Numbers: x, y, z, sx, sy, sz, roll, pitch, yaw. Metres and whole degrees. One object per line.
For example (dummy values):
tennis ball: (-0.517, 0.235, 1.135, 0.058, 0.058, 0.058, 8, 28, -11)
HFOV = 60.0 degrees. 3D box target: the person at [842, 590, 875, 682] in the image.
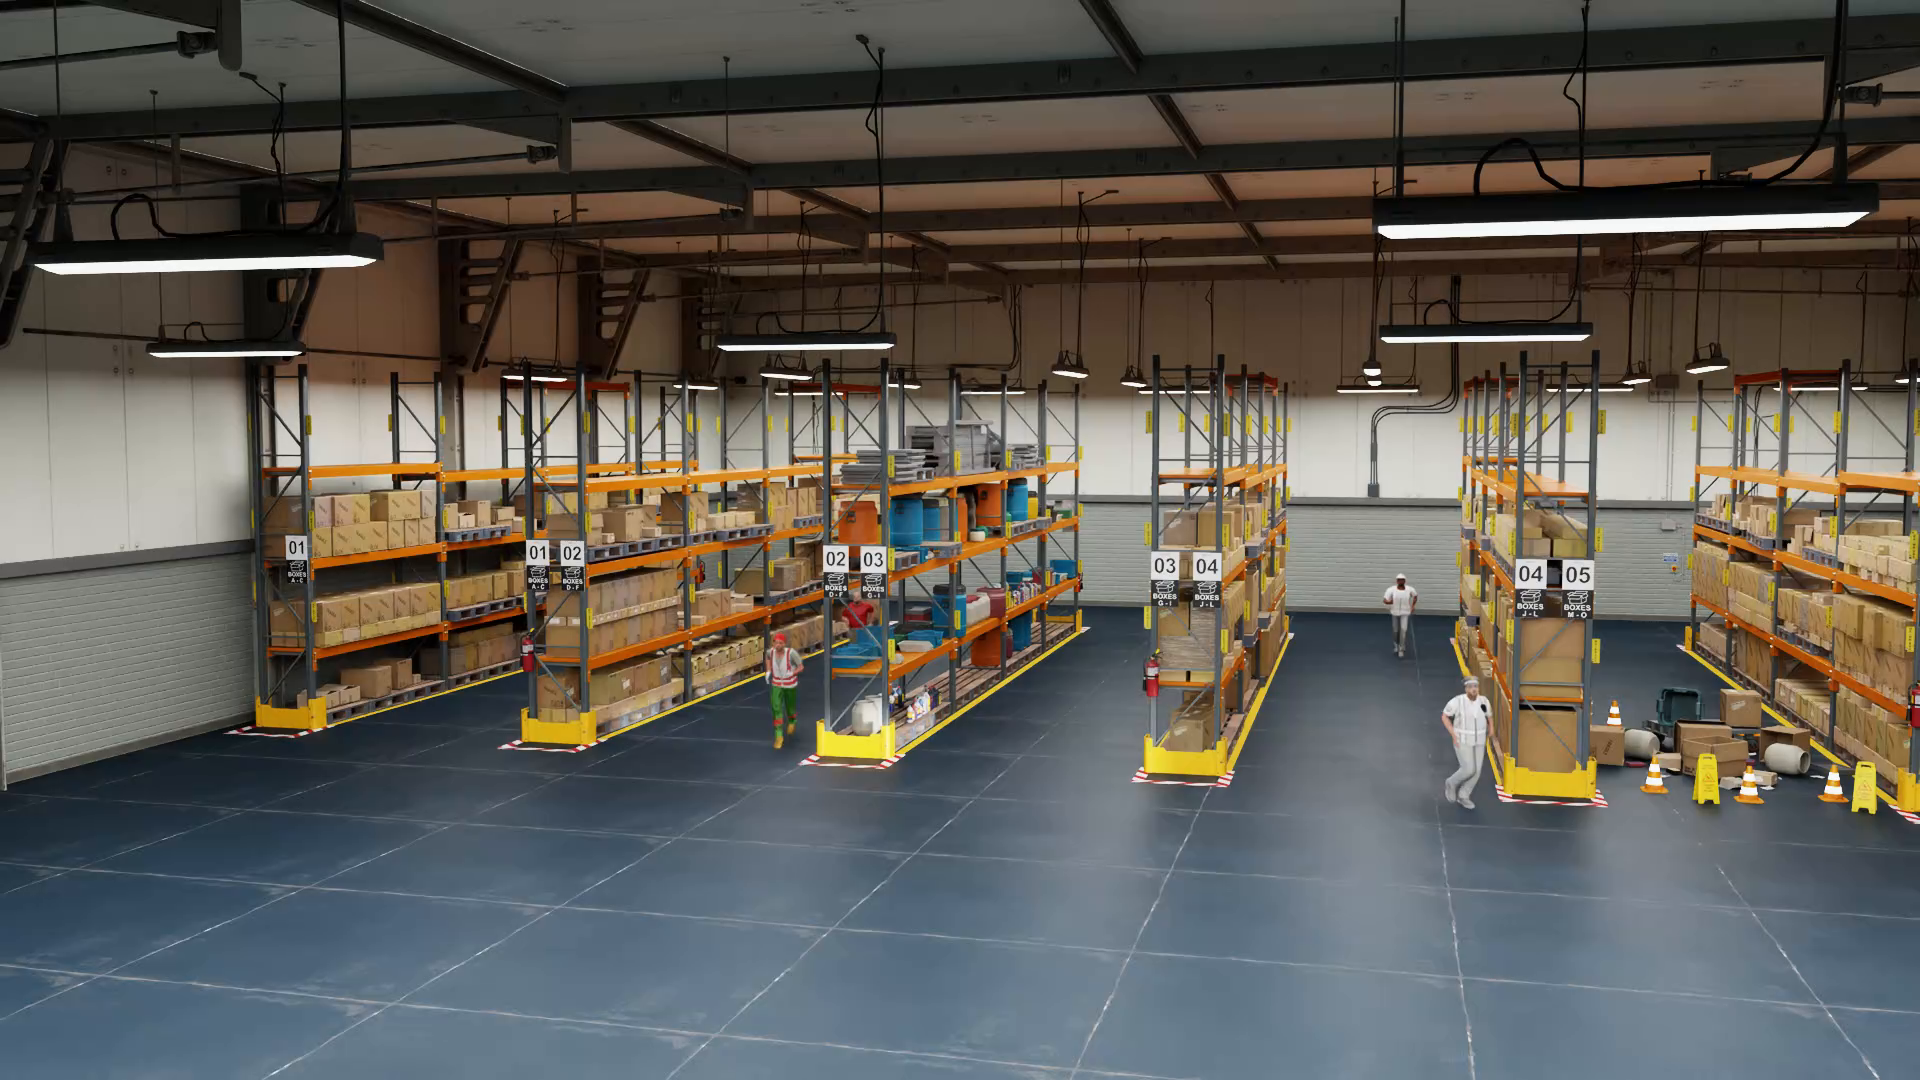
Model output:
person: (-2.024, 1.870, 32.920, 0.608, 1.767, 0.909, 1, 4, 11)

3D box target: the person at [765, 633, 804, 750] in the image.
person: (-2.754, 2.315, 26.129, 0.662, 1.769, 1.131, 0, 4, 5)

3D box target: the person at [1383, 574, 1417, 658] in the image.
person: (9.491, 1.607, 35.895, 0.700, 1.769, 0.977, 1, 4, 19)

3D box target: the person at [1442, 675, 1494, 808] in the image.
person: (6.692, 2.634, 21.738, 0.647, 1.744, 0.615, -1, 4, -10)
